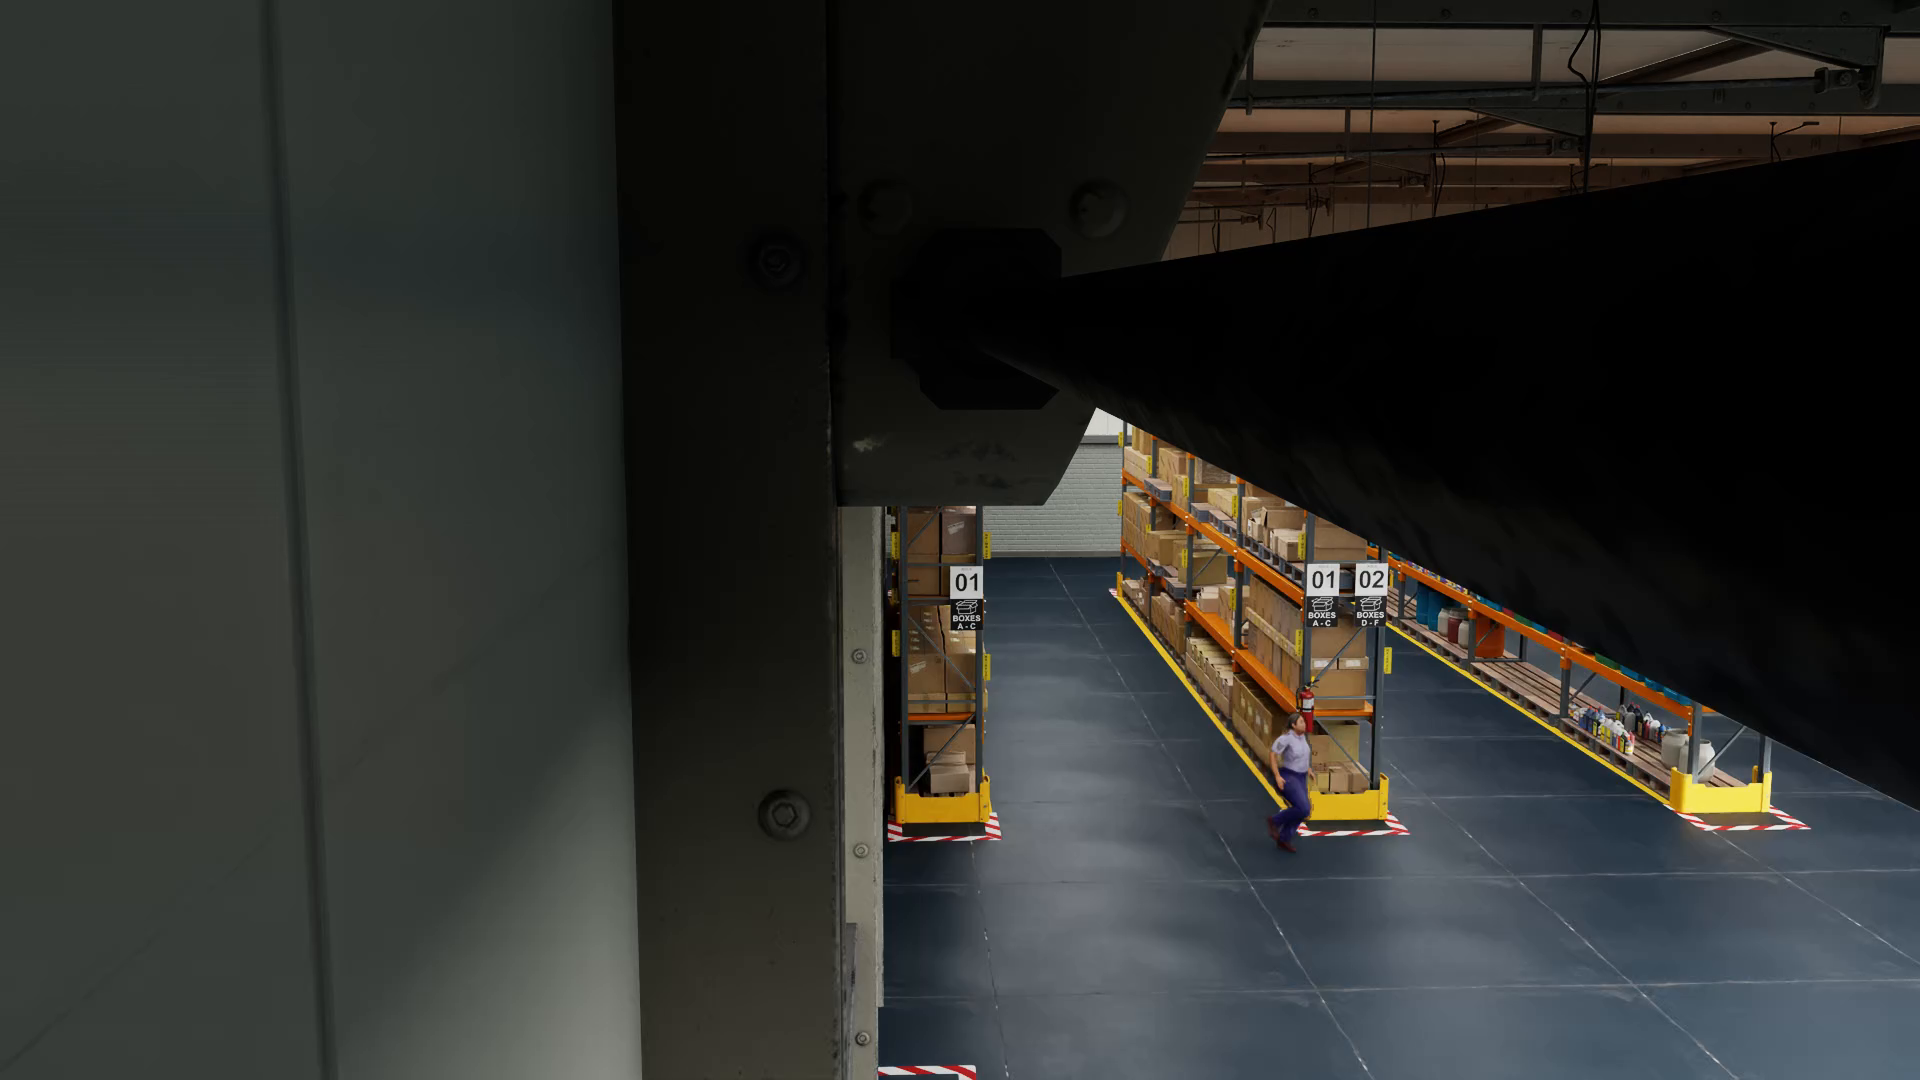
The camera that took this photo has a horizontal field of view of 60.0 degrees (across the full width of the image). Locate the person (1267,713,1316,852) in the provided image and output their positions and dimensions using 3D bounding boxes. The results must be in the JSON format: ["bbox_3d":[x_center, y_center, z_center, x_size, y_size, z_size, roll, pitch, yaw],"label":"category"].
[{"bbox_3d":[3.956,2.828,19.512,0.512,1.574,0.645,7,10,39],"label":"person"}]
